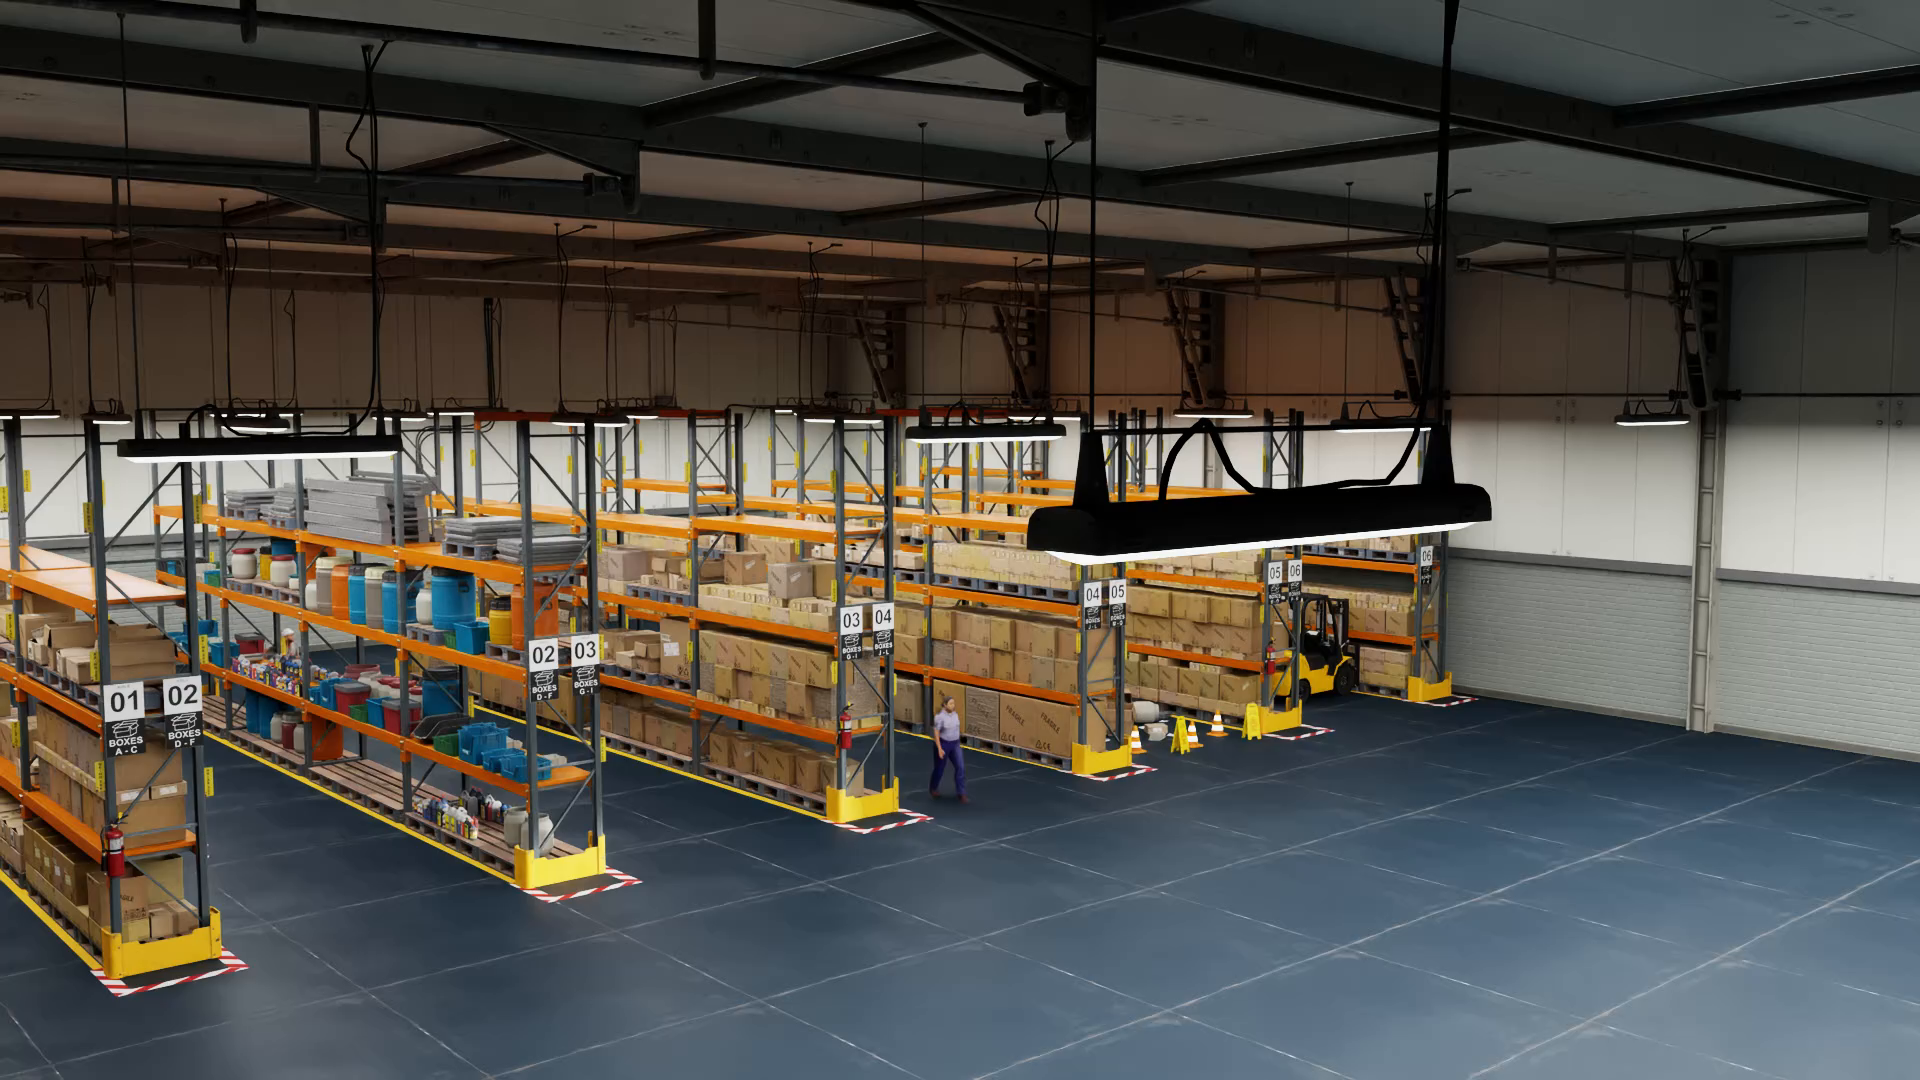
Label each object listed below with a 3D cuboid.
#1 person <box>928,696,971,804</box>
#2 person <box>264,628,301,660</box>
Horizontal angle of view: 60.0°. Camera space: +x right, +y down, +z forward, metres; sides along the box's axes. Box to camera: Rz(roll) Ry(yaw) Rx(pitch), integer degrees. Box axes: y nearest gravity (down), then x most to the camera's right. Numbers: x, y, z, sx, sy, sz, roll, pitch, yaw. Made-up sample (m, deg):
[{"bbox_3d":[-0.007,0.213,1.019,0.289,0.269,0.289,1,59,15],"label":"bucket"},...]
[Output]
[{"bbox_3d":[-0.165,3.250,25.974,0.525,1.631,0.831,-4,6,-36],"label":"person"},{"bbox_3d":[-13.341,2.605,32.696,0.940,1.777,0.721,3,6,35],"label":"person"}]
